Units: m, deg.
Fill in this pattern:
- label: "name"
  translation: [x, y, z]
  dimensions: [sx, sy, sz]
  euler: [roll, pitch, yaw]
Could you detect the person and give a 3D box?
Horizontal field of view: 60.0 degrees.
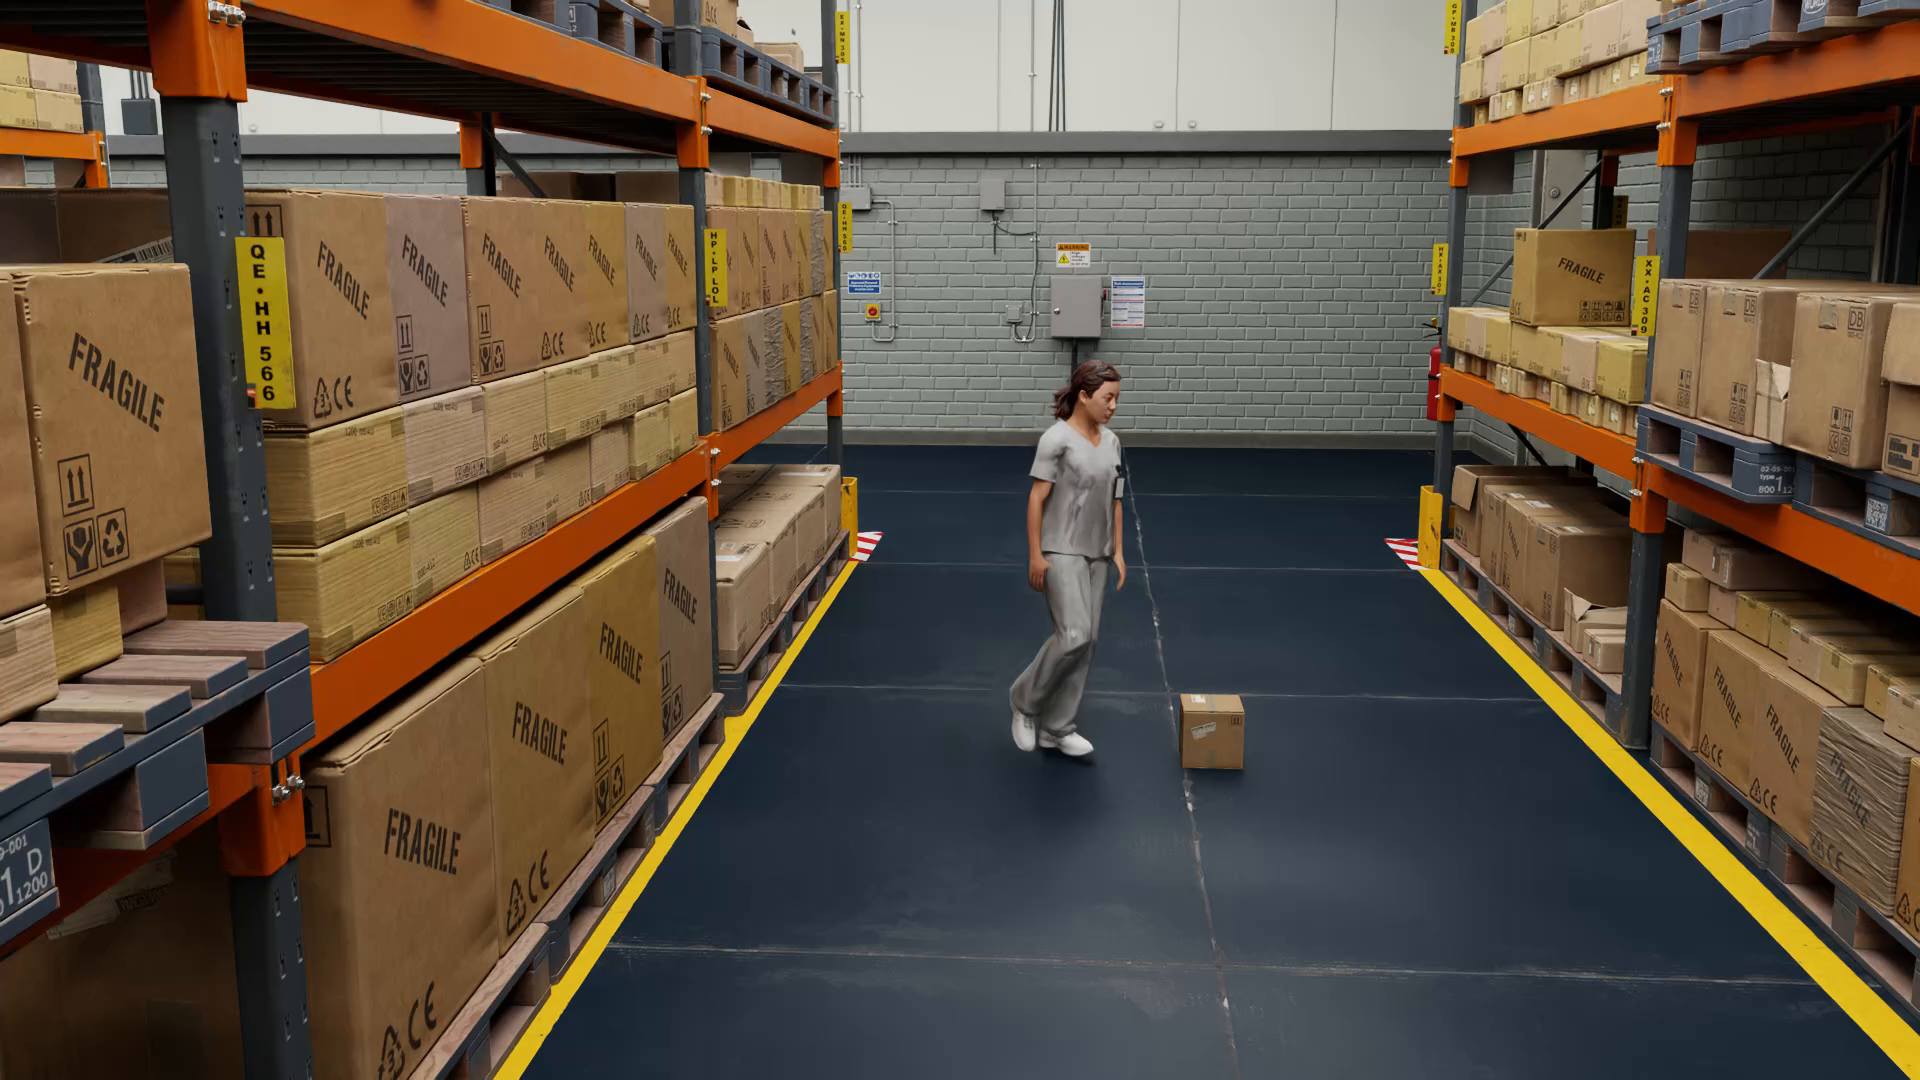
- label: "person"
  translation: [0.483, 0.073, 6.997]
  dimensions: [0.496, 1.658, 0.457]
  euler: [-9, 14, -39]
